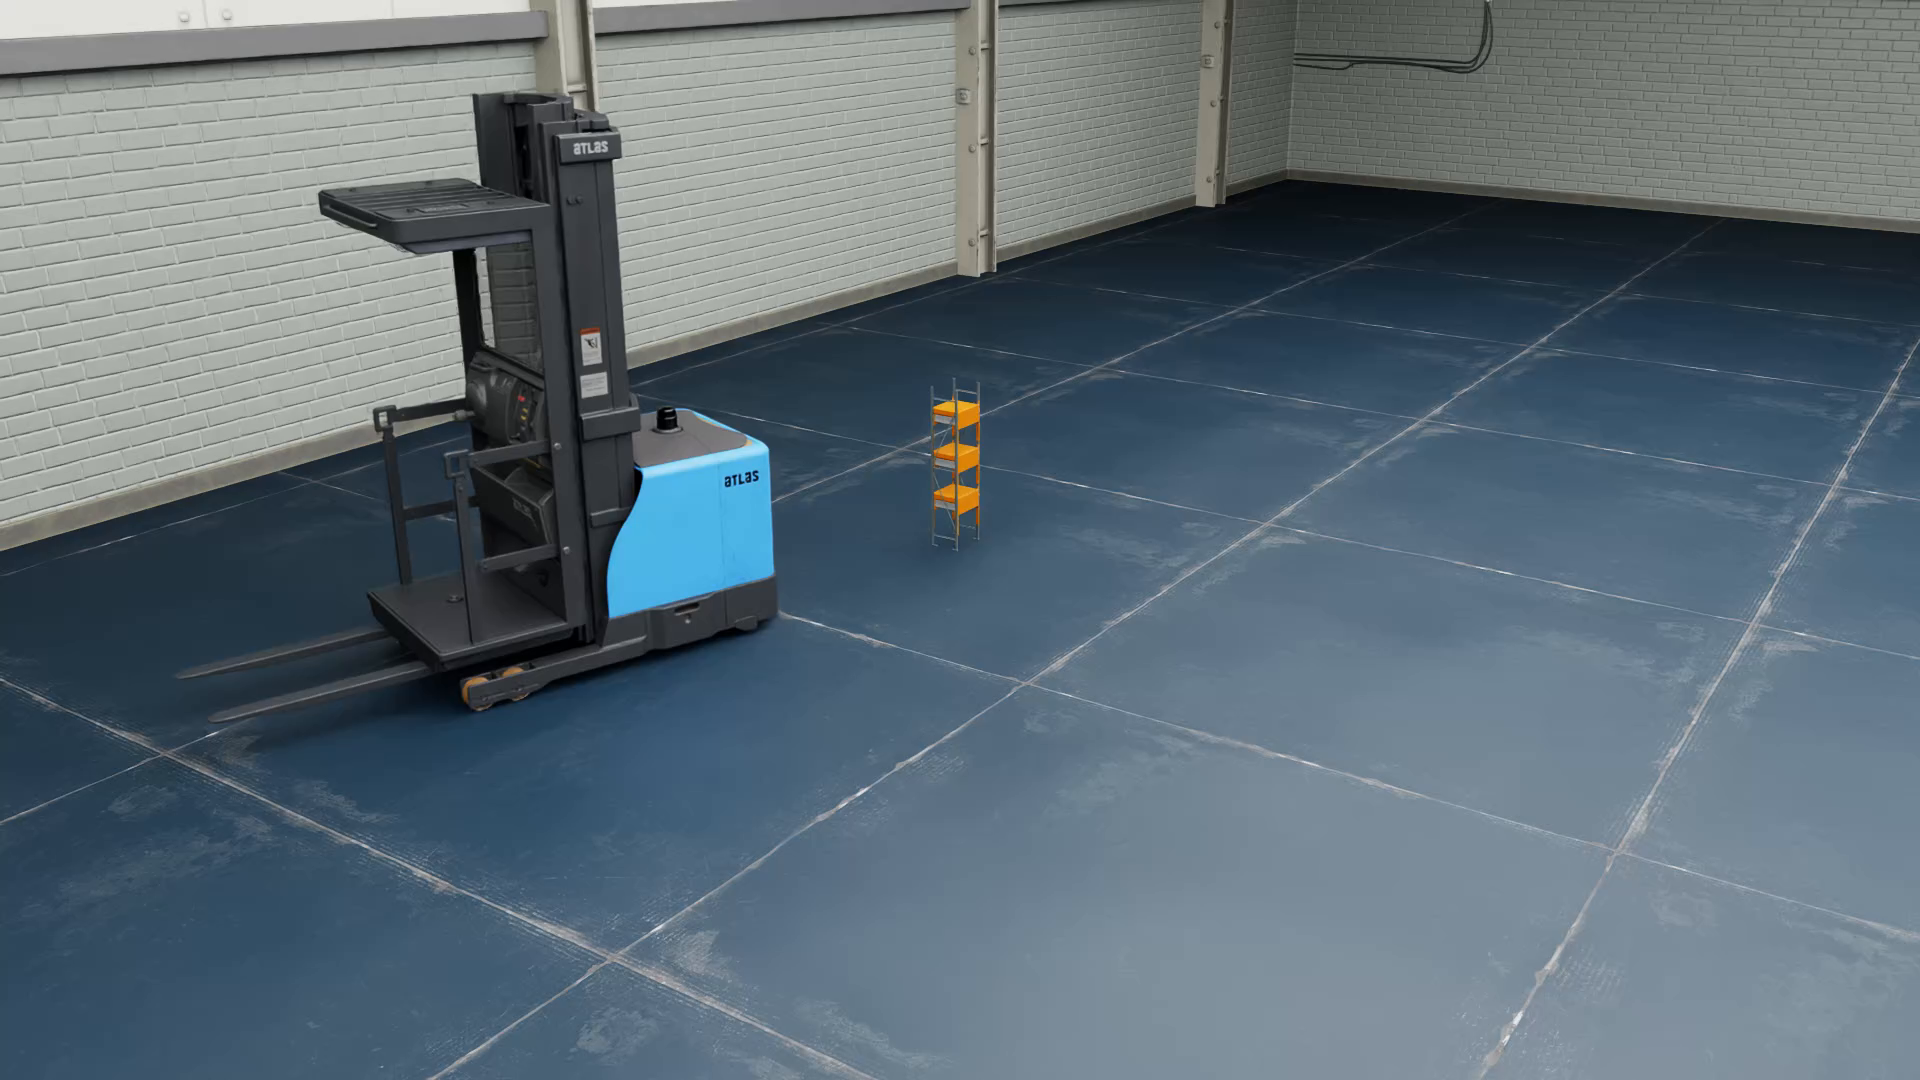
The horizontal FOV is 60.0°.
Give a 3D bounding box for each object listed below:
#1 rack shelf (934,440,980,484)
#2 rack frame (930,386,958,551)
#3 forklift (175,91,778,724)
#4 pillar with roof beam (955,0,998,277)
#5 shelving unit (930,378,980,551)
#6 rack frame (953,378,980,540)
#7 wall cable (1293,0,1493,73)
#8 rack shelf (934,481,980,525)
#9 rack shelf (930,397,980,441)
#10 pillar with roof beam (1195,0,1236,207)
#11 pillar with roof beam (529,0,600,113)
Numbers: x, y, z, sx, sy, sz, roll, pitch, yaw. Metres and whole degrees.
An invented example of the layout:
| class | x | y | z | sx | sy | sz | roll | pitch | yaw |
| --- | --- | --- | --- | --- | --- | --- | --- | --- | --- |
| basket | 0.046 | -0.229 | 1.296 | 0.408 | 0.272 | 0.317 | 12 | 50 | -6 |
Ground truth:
| class | x | y | z | sx | sy | sz | roll | pitch | yaw |
| --- | --- | --- | --- | --- | --- | --- | --- | --- | --- |
| rack shelf | -0.030 | -0.467 | 10.545 | 0.215 | 0.259 | 0.240 | 13 | 24 | 32 |
| rack frame | -0.099 | -0.442 | 10.447 | 0.200 | 1.050 | 0.008 | 13 | 24 | 32 |
| forklift | -2.514 | -0.718 | 8.480 | 3.031 | 2.935 | 1.130 | -15 | 25 | -35 |
| pillar with roof beam | 3.742 | -6.442 | 15.210 | 9.100 | 9.000 | 0.400 | 13 | 24 | 32 |
| shelving unit | -0.030 | -0.477 | 10.541 | 0.215 | 1.050 | 0.252 | 13 | 24 | 32 |
| rack frame | 0.038 | -0.512 | 10.636 | 0.200 | 1.050 | 0.008 | 13 | 24 | 32 |
| wall cable | 6.305 | -8.134 | 24.260 | 3.097 | 2.526 | 0.112 | 13 | 24 | 32 |
| rack shelf | -0.030 | -0.206 | 10.641 | 0.215 | 0.259 | 0.240 | 13 | 24 | 32 |
| rack shelf | -0.030 | -0.733 | 10.447 | 0.215 | 0.259 | 0.240 | 13 | 24 | 32 |
| pillar with roof beam | 7.115 | -8.164 | 19.864 | 9.100 | 9.000 | 0.400 | 13 | 24 | 32 |
| pillar with roof beam | 0.370 | -4.721 | 10.556 | 9.100 | 9.000 | 0.400 | 13 | 24 | 32 |
